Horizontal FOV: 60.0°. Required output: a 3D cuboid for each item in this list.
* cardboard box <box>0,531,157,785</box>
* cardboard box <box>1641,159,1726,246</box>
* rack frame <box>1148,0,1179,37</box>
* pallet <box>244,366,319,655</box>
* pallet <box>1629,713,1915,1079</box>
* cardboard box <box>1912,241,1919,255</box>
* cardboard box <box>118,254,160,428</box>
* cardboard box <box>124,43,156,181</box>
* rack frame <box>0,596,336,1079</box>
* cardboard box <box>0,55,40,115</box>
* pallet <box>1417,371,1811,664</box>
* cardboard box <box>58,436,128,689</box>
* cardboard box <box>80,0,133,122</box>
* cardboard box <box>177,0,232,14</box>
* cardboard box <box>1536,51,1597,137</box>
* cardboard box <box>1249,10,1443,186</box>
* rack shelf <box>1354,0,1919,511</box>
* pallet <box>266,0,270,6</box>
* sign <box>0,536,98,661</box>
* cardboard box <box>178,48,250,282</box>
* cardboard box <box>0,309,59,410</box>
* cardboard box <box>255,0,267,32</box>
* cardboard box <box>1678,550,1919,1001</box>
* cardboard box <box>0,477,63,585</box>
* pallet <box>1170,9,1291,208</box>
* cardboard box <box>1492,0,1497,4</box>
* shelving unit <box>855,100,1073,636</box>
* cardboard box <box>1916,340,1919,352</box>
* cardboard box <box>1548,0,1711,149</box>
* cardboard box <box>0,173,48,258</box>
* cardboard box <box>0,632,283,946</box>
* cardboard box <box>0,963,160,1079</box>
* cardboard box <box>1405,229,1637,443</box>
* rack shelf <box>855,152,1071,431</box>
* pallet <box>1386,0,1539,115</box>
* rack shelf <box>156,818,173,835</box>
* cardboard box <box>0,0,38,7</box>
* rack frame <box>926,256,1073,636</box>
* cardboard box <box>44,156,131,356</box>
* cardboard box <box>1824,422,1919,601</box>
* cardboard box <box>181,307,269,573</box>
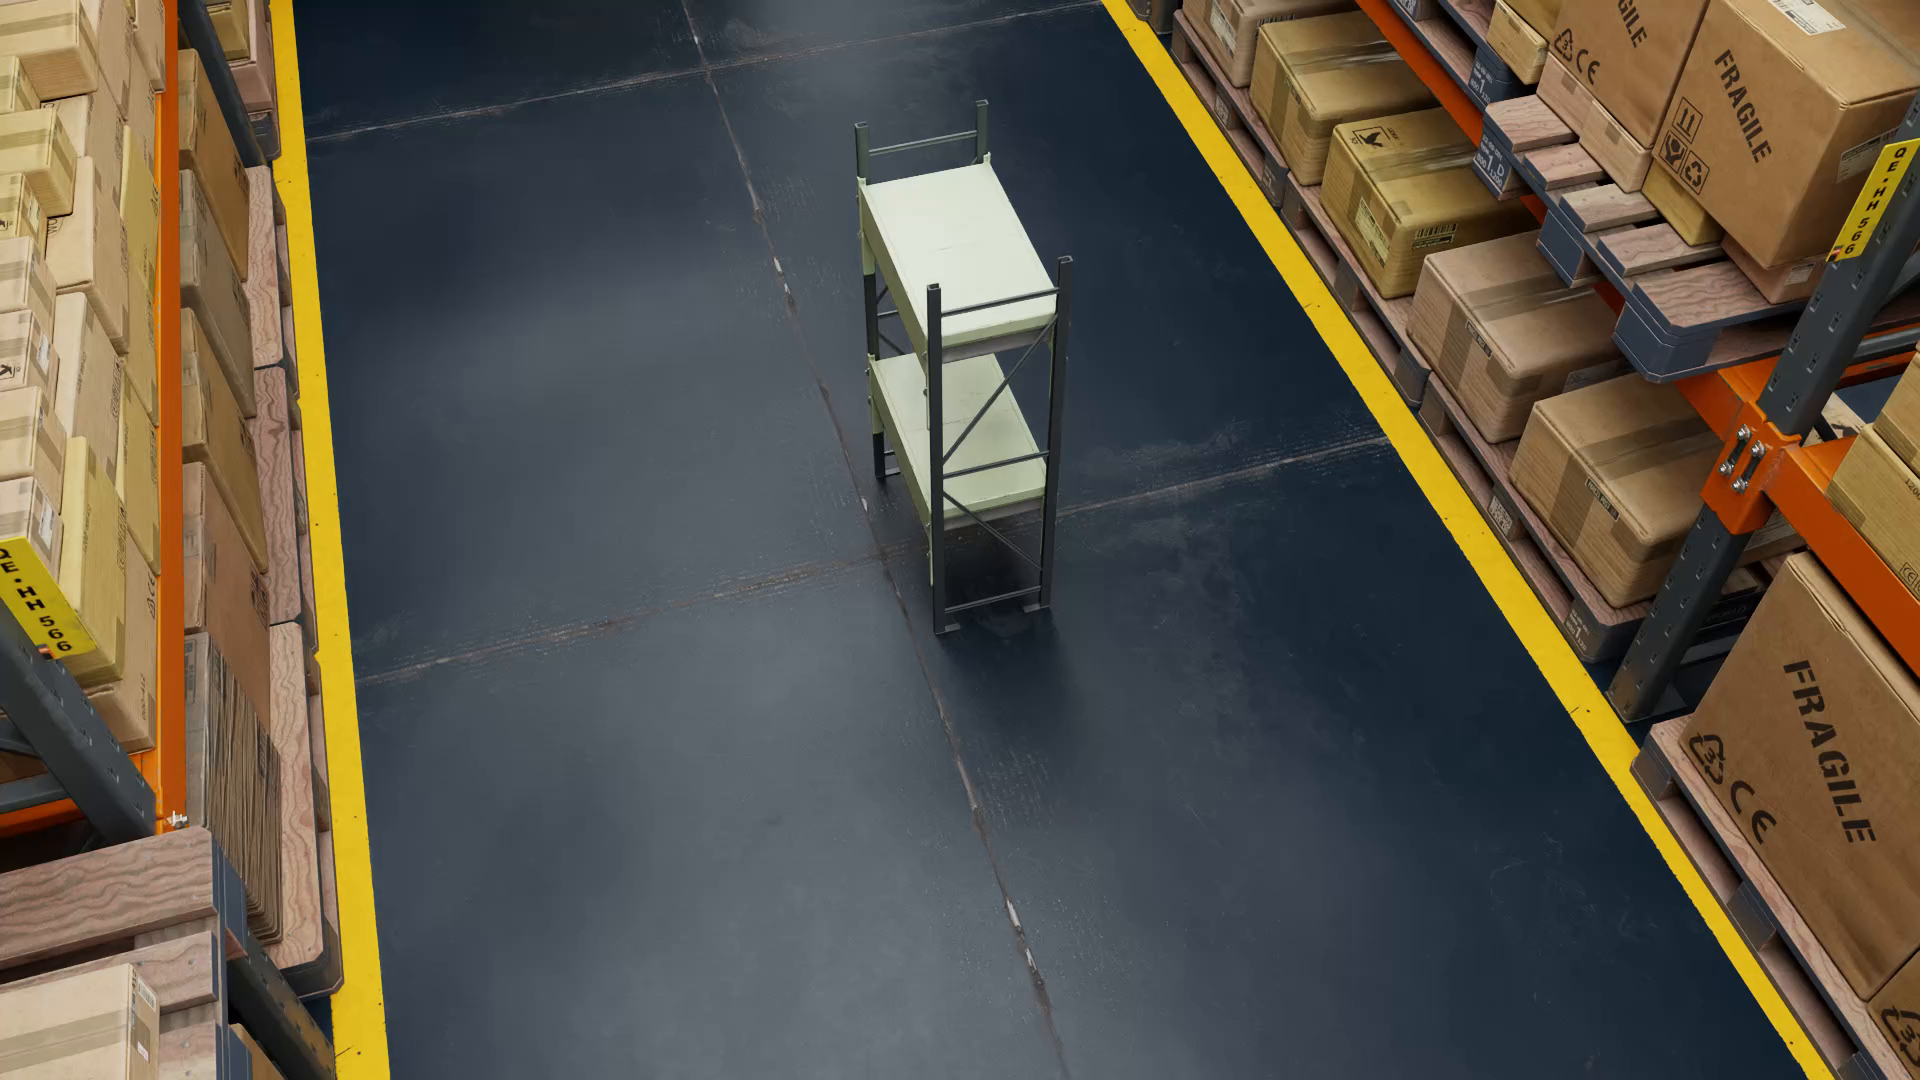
[{"bbox_3d":[-2.079,0.256,3.670,0.500,0.250,0.500,-13,51,-11],"label":"cardboard box"},{"bbox_3d":[2.090,-0.958,4.485,0.380,0.149,0.250,-13,51,-10],"label":"cardboard box"},{"bbox_3d":[1.377,-3.459,6.704,1.000,3.000,0.127,-13,51,-11],"label":"rack frame"},{"bbox_3d":[-2.744,-0.014,5.623,1.003,0.211,1.213,-13,51,-11],"label":"pallet"},{"bbox_3d":[2.721,0.954,4.808,1.003,0.211,1.213,-13,51,-11],"label":"pallet"},{"bbox_3d":[2.641,-0.872,4.413,0.380,0.149,0.250,-16,52,-13],"label":"cardboard box"},{"bbox_3d":[-2.382,-0.487,4.297,0.500,0.250,0.500,-15,51,-12],"label":"cardboard box"},{"bbox_3d":[-2.693,-1.242,4.933,0.500,0.250,0.500,-13,51,-11],"label":"cardboard box"},{"bbox_3d":[-2.181,0.587,3.293,1.000,3.000,0.127,-13,51,-11],"label":"rack frame"},{"bbox_3d":[-2.555,-1.062,4.194,0.380,0.149,0.250,-13,51,-11],"label":"cardboard box"},{"bbox_3d":[2.330,-0.210,5.789,1.003,0.211,1.213,-13,51,-11],"label":"pallet"},{"bbox_3d":[-2.055,0.089,3.484,0.500,0.250,0.500,-13,51,-11],"label":"cardboard box"},{"bbox_3d":[-2.670,-1.398,4.737,0.500,0.250,0.500,-12,51,-10],"label":"cardboard box"},{"bbox_3d":[-3.207,-2.330,6.622,0.500,0.250,0.500,-14,51,-12],"label":"cardboard box"},{"bbox_3d":[1.905,-1.317,4.788,0.380,0.149,0.250,-16,52,-13],"label":"cardboard box"},{"bbox_3d":[1.750,-1.841,6.784,0.950,0.372,0.625,-10,51,-9],"label":"cardboard box"},{"bbox_3d":[1.968,-1.767,5.748,1.077,0.370,4.000,-13,51,-11],"label":"rack shelf"},{"bbox_3d":[-3.923,-2.919,8.072,1.003,0.211,1.213,-13,51,-11],"label":"pallet"},{"bbox_3d":[-1.665,0.110,2.990,0.100,0.325,0.005,-13,51,-11],"label":"sign"},{"bbox_3d":[-3.199,-1.326,6.184,0.875,0.625,0.625,-11,51,-9],"label":"cardboard box"},{"bbox_3d":[-2.174,-0.330,3.577,0.380,0.149,0.250,-12,51,-10],"label":"cardboard box"},{"bbox_3d":[-3.355,-2.379,7.317,0.500,0.250,0.500,-14,51,-12],"label":"cardboard box"},{"bbox_3d":[2.685,0.535,4.452,0.875,0.875,0.875,-14,51,-11],"label":"cardboard box"},{"bbox_3d":[-1.994,0.046,3.259,0.380,0.149,0.250,-12,51,-10],"label":"cardboard box"},{"bbox_3d":[1.608,-1.992,7.291,1.003,0.211,1.213,-13,51,-11],"label":"pallet"},{"bbox_3d":[1.857,-1.727,5.134,0.380,0.149,0.250,-13,51,-11],"label":"cardboard box"},{"bbox_3d":[-0.002,-0.488,5.181,0.431,1.500,0.755,-13,51,-11],"label":"shelving unit"},{"bbox_3d":[2.472,-0.477,3.471,0.500,0.500,0.500,-15,51,-12],"label":"cardboard box"},{"bbox_3d":[1.996,-1.446,4.472,0.500,0.500,0.500,-14,51,-12],"label":"cardboard box"},{"bbox_3d":[-2.367,-0.695,3.884,0.380,0.149,0.250,-13,51,-11],"label":"cardboard box"},{"bbox_3d":[-2.352,0.759,4.427,0.875,0.625,0.625,-12,51,-10],"label":"cardboard box"},{"bbox_3d":[-1.620,0.926,2.897,0.380,0.149,0.250,-12,51,-10],"label":"cardboard box"},{"bbox_3d":[2.176,-0.778,5.888,0.950,0.372,0.625,-14,51,-12],"label":"cardboard box"},{"bbox_3d":[-0.002,-0.740,4.882,0.431,0.370,0.720,-13,51,-11],"label":"rack shelf"},{"bbox_3d":[1.935,-1.913,5.526,1.003,0.211,1.213,-13,51,-11],"label":"pallet"},{"bbox_3d":[-1.589,2.280,2.337,1.077,0.370,4.000,-13,51,-11],"label":"rack shelf"},{"bbox_3d":[-2.645,-1.450,4.521,0.380,0.149,0.250,-13,51,-11],"label":"cardboard box"},{"bbox_3d":[0.106,-0.221,4.955,0.400,1.500,0.023,-13,51,-11],"label":"rack frame"},{"bbox_3d":[-2.363,-0.657,4.113,0.500,0.250,0.500,-14,51,-12],"label":"cardboard box"},{"bbox_3d":[2.464,-0.075,3.950,0.500,0.250,0.500,-14,51,-12],"label":"cardboard box"},{"bbox_3d":[-2.752,-0.209,5.242,0.875,0.625,0.625,-15,52,-12],"label":"cardboard box"}]
